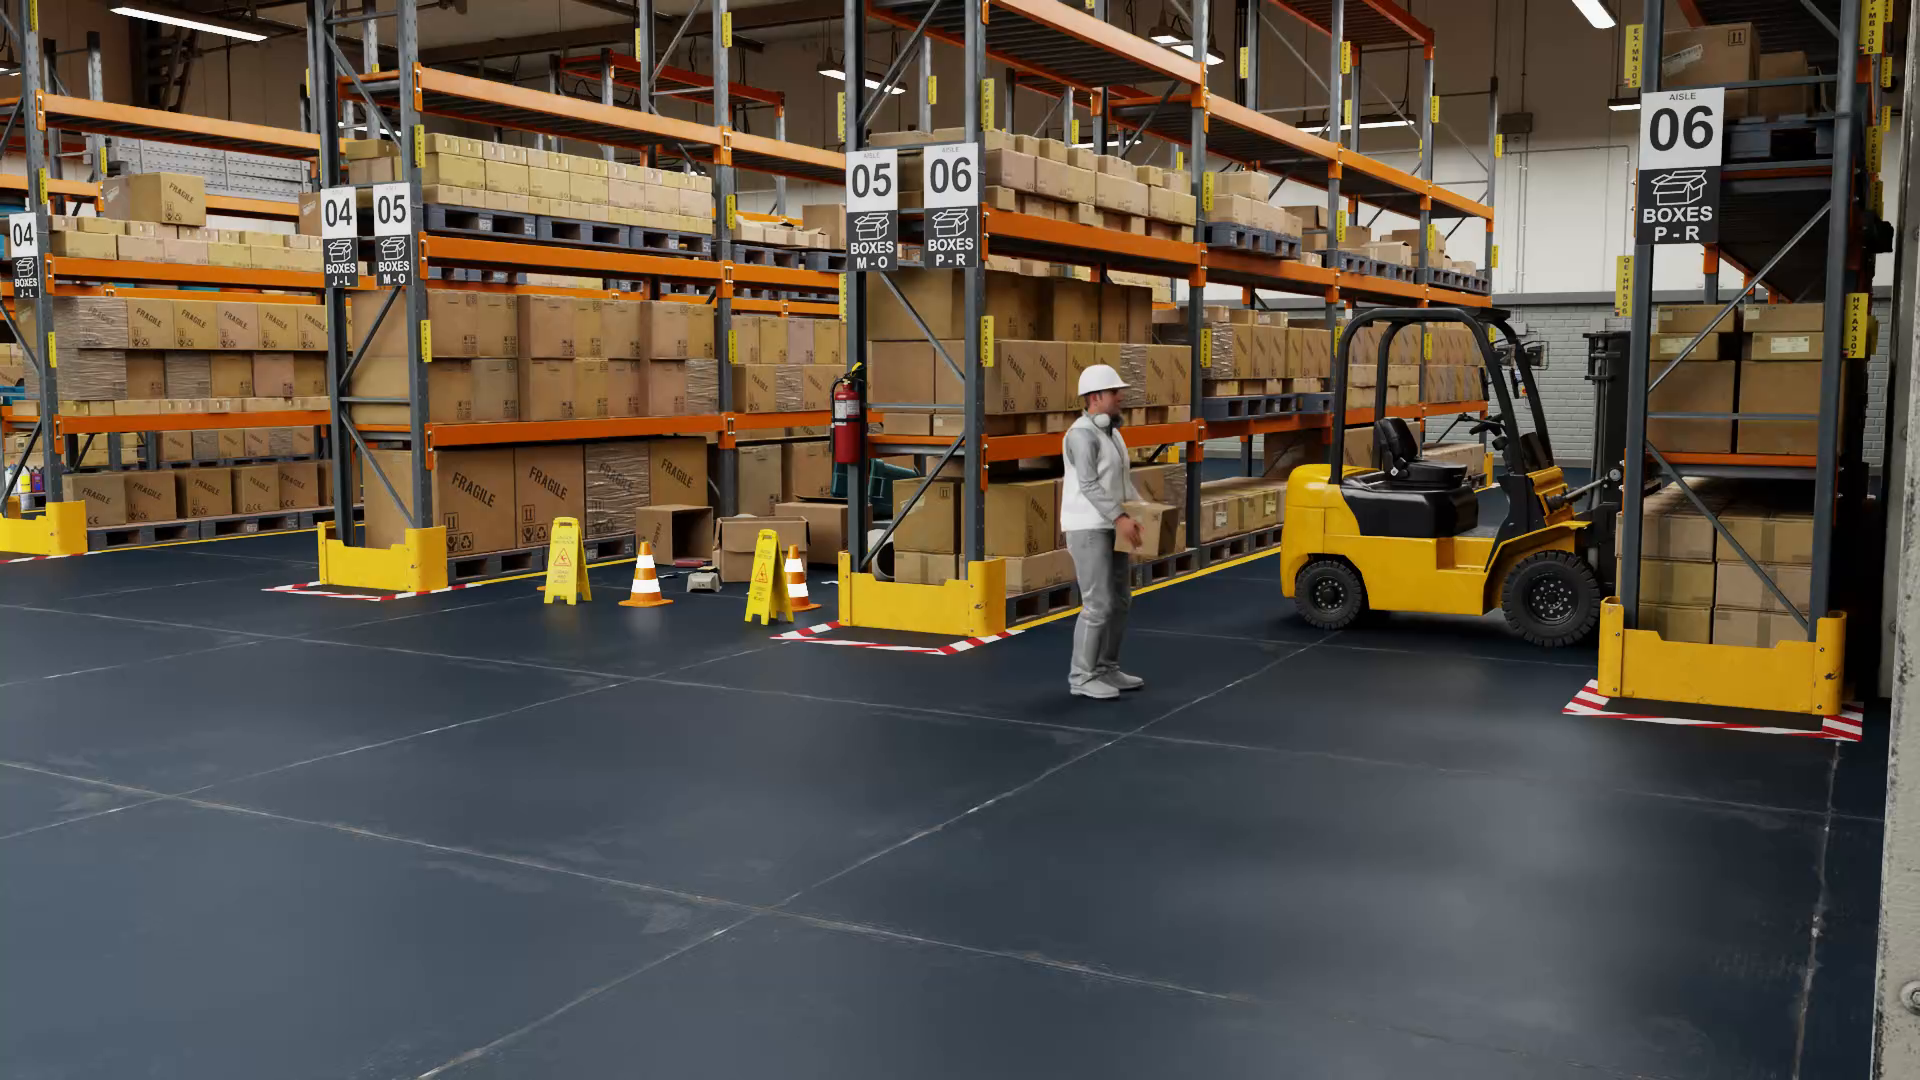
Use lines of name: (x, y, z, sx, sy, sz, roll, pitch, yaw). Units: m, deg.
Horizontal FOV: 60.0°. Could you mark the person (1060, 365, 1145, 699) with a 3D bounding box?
person: (0.814, -0.055, 8.999, 0.513, 1.779, 0.536, 3, 7, 28)
